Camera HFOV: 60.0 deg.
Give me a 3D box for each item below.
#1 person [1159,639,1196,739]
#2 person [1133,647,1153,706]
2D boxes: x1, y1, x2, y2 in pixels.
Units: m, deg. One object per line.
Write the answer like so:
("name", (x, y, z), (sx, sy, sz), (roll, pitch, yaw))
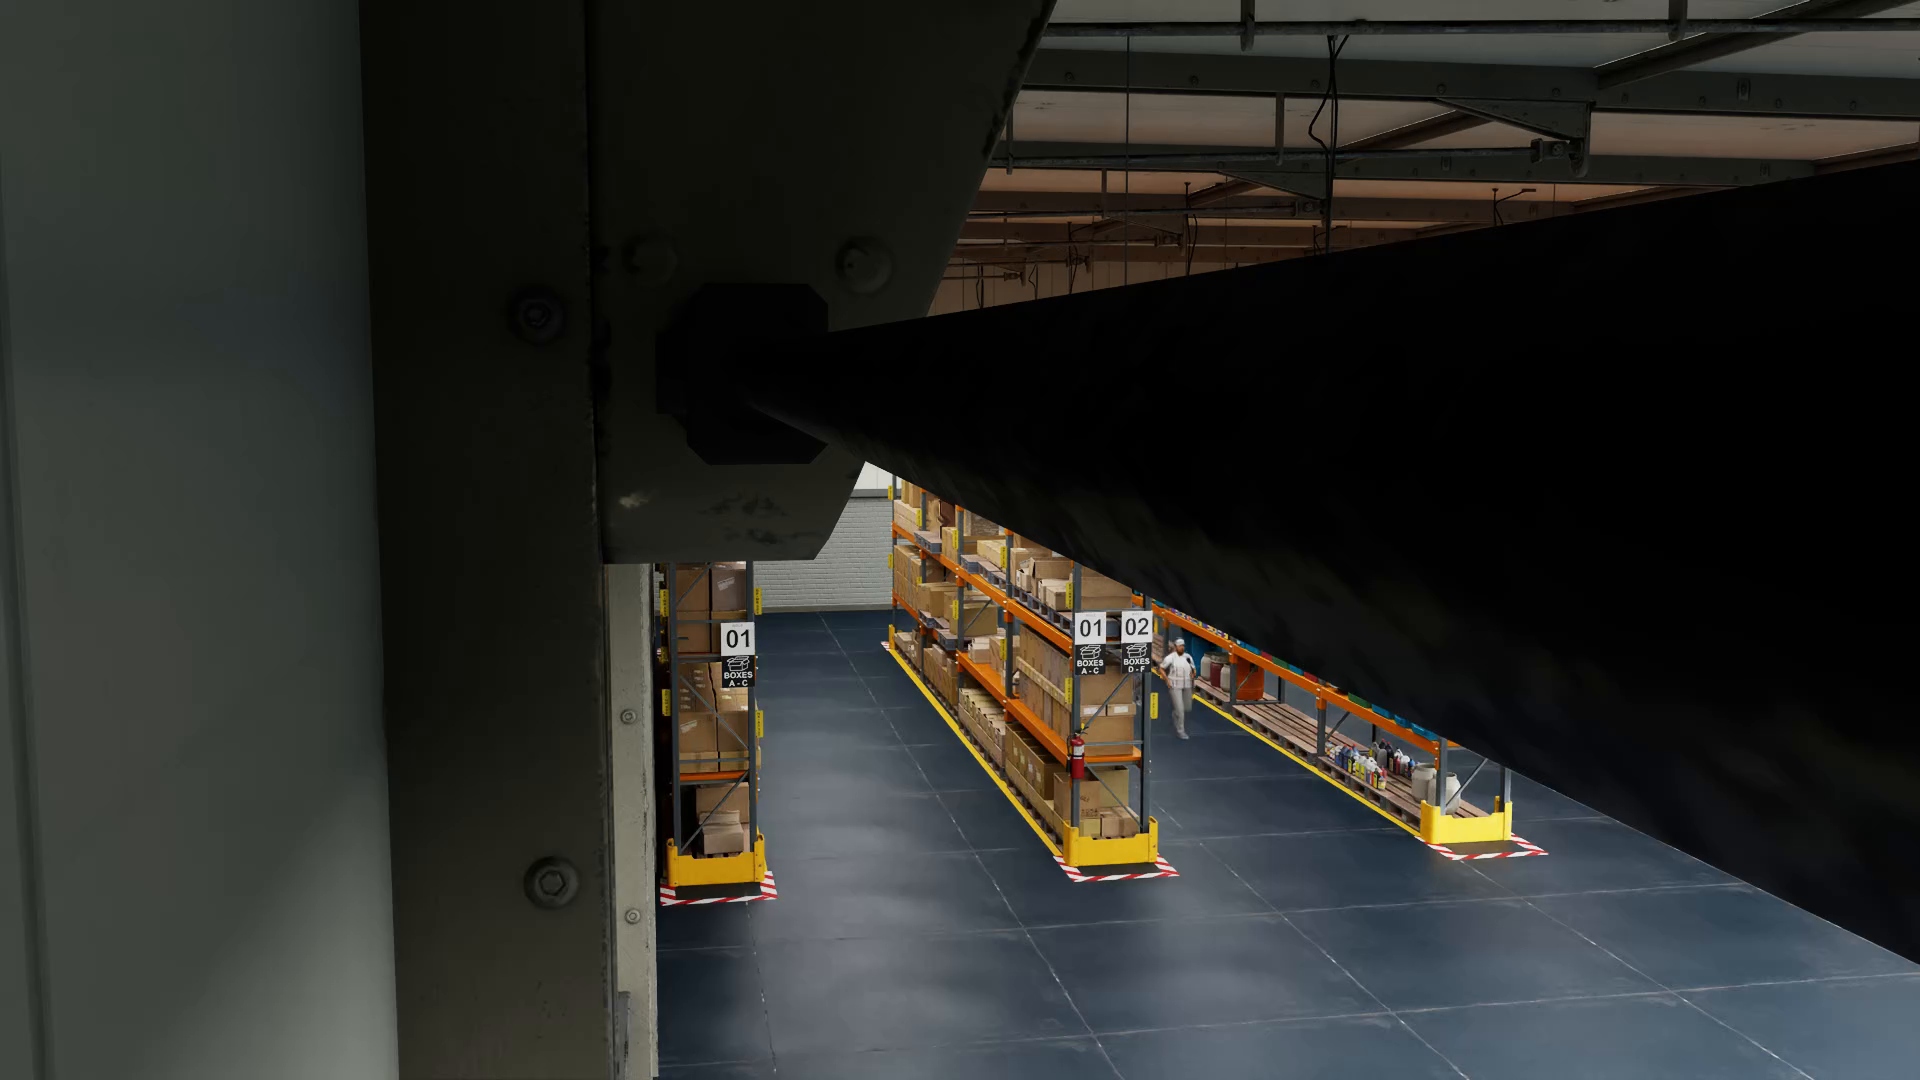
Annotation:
("person", (3.675, 2.466, 27.903), (0.620, 1.632, 0.823), (-2, 6, -17))
("person", (3.158, 2.157, 29.086), (0.538, 1.509, 0.487), (-3, 7, -26))
